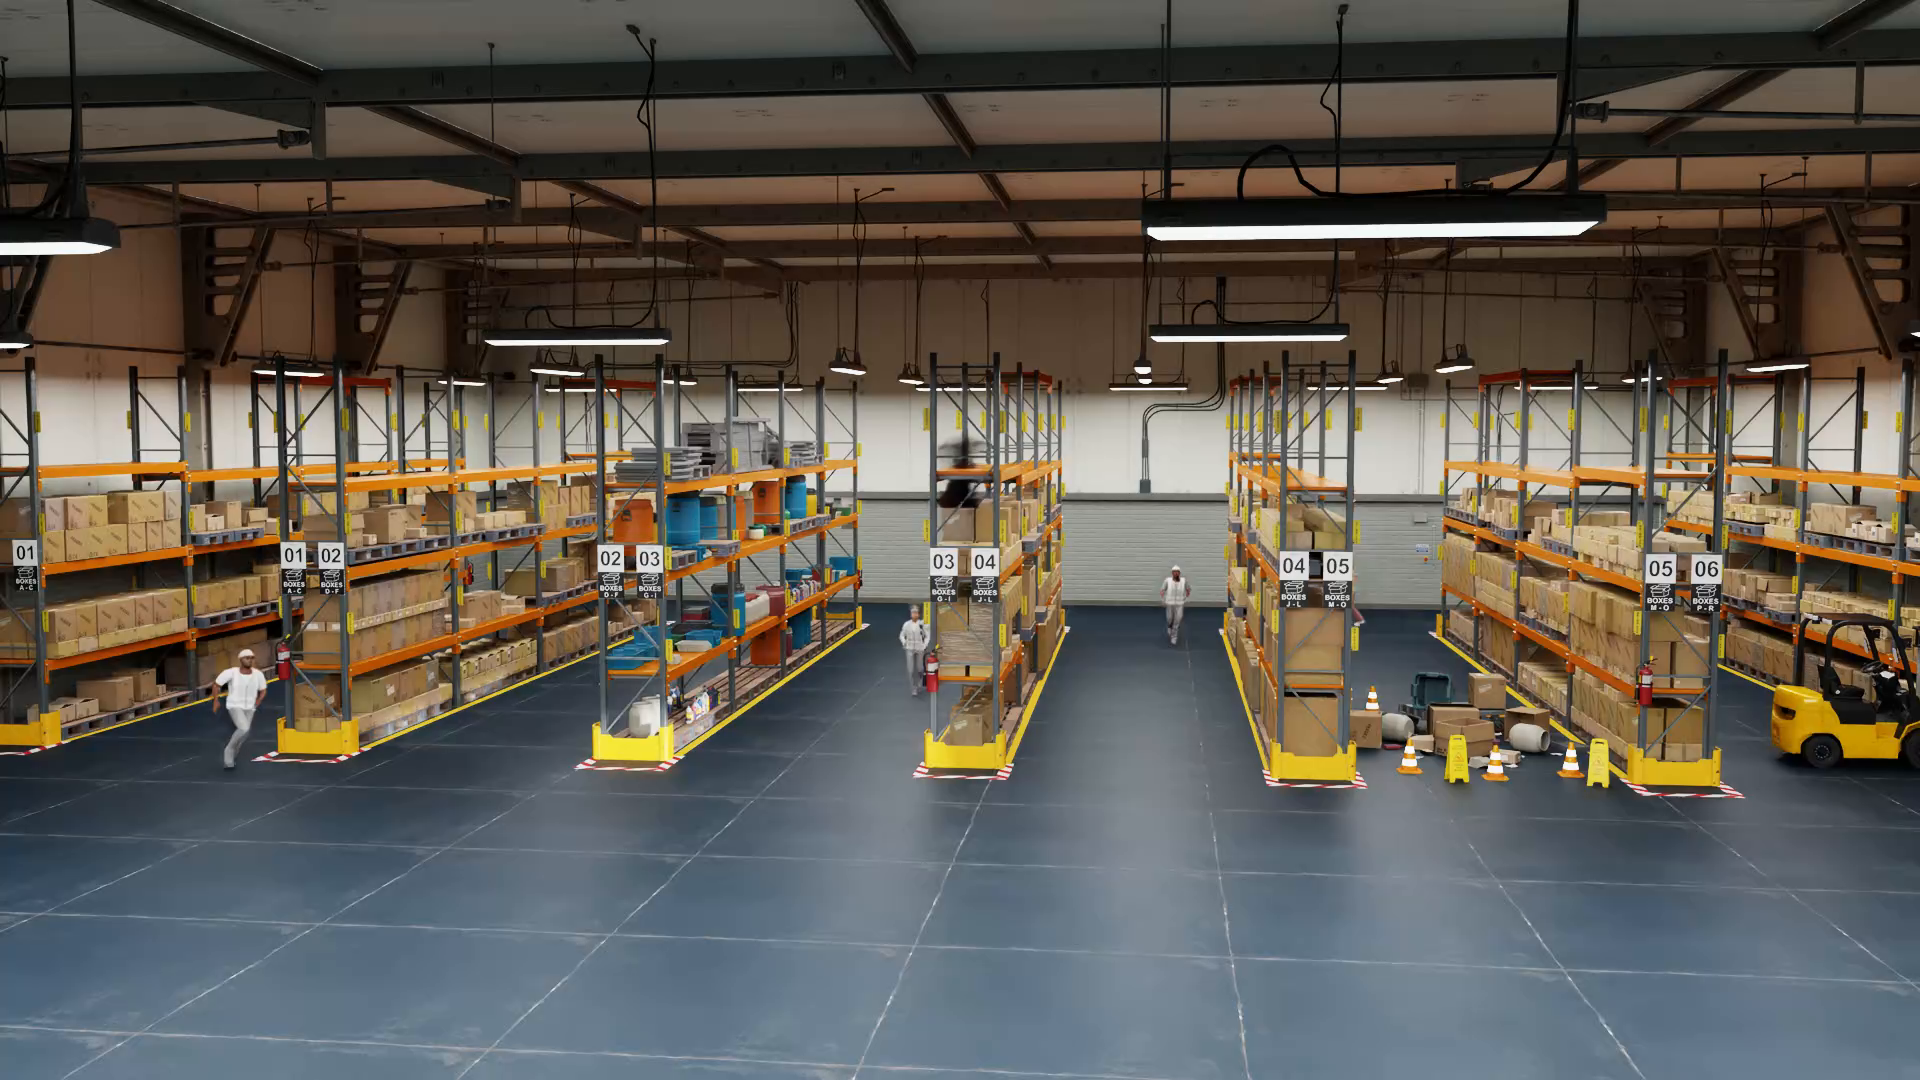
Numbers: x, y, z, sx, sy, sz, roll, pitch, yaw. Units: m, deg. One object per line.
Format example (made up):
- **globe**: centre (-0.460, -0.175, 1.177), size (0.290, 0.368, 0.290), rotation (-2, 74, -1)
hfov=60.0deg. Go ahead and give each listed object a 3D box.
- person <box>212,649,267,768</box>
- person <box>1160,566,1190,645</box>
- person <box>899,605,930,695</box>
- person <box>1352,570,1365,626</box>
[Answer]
- **person**: centre (-10.370, 2.439, 24.067), size (0.633, 1.697, 0.730), rotation (4, 6, 43)
- **person**: centre (4.900, 1.467, 37.809), size (0.682, 1.764, 0.797), rotation (0, 4, 4)
- **person**: centre (-0.822, 2.016, 30.553), size (0.612, 1.648, 0.571), rotation (0, 4, 6)
- **person**: centre (9.431, 1.309, 40.404), size (0.844, 1.704, 0.569), rotation (1, 4, 13)
